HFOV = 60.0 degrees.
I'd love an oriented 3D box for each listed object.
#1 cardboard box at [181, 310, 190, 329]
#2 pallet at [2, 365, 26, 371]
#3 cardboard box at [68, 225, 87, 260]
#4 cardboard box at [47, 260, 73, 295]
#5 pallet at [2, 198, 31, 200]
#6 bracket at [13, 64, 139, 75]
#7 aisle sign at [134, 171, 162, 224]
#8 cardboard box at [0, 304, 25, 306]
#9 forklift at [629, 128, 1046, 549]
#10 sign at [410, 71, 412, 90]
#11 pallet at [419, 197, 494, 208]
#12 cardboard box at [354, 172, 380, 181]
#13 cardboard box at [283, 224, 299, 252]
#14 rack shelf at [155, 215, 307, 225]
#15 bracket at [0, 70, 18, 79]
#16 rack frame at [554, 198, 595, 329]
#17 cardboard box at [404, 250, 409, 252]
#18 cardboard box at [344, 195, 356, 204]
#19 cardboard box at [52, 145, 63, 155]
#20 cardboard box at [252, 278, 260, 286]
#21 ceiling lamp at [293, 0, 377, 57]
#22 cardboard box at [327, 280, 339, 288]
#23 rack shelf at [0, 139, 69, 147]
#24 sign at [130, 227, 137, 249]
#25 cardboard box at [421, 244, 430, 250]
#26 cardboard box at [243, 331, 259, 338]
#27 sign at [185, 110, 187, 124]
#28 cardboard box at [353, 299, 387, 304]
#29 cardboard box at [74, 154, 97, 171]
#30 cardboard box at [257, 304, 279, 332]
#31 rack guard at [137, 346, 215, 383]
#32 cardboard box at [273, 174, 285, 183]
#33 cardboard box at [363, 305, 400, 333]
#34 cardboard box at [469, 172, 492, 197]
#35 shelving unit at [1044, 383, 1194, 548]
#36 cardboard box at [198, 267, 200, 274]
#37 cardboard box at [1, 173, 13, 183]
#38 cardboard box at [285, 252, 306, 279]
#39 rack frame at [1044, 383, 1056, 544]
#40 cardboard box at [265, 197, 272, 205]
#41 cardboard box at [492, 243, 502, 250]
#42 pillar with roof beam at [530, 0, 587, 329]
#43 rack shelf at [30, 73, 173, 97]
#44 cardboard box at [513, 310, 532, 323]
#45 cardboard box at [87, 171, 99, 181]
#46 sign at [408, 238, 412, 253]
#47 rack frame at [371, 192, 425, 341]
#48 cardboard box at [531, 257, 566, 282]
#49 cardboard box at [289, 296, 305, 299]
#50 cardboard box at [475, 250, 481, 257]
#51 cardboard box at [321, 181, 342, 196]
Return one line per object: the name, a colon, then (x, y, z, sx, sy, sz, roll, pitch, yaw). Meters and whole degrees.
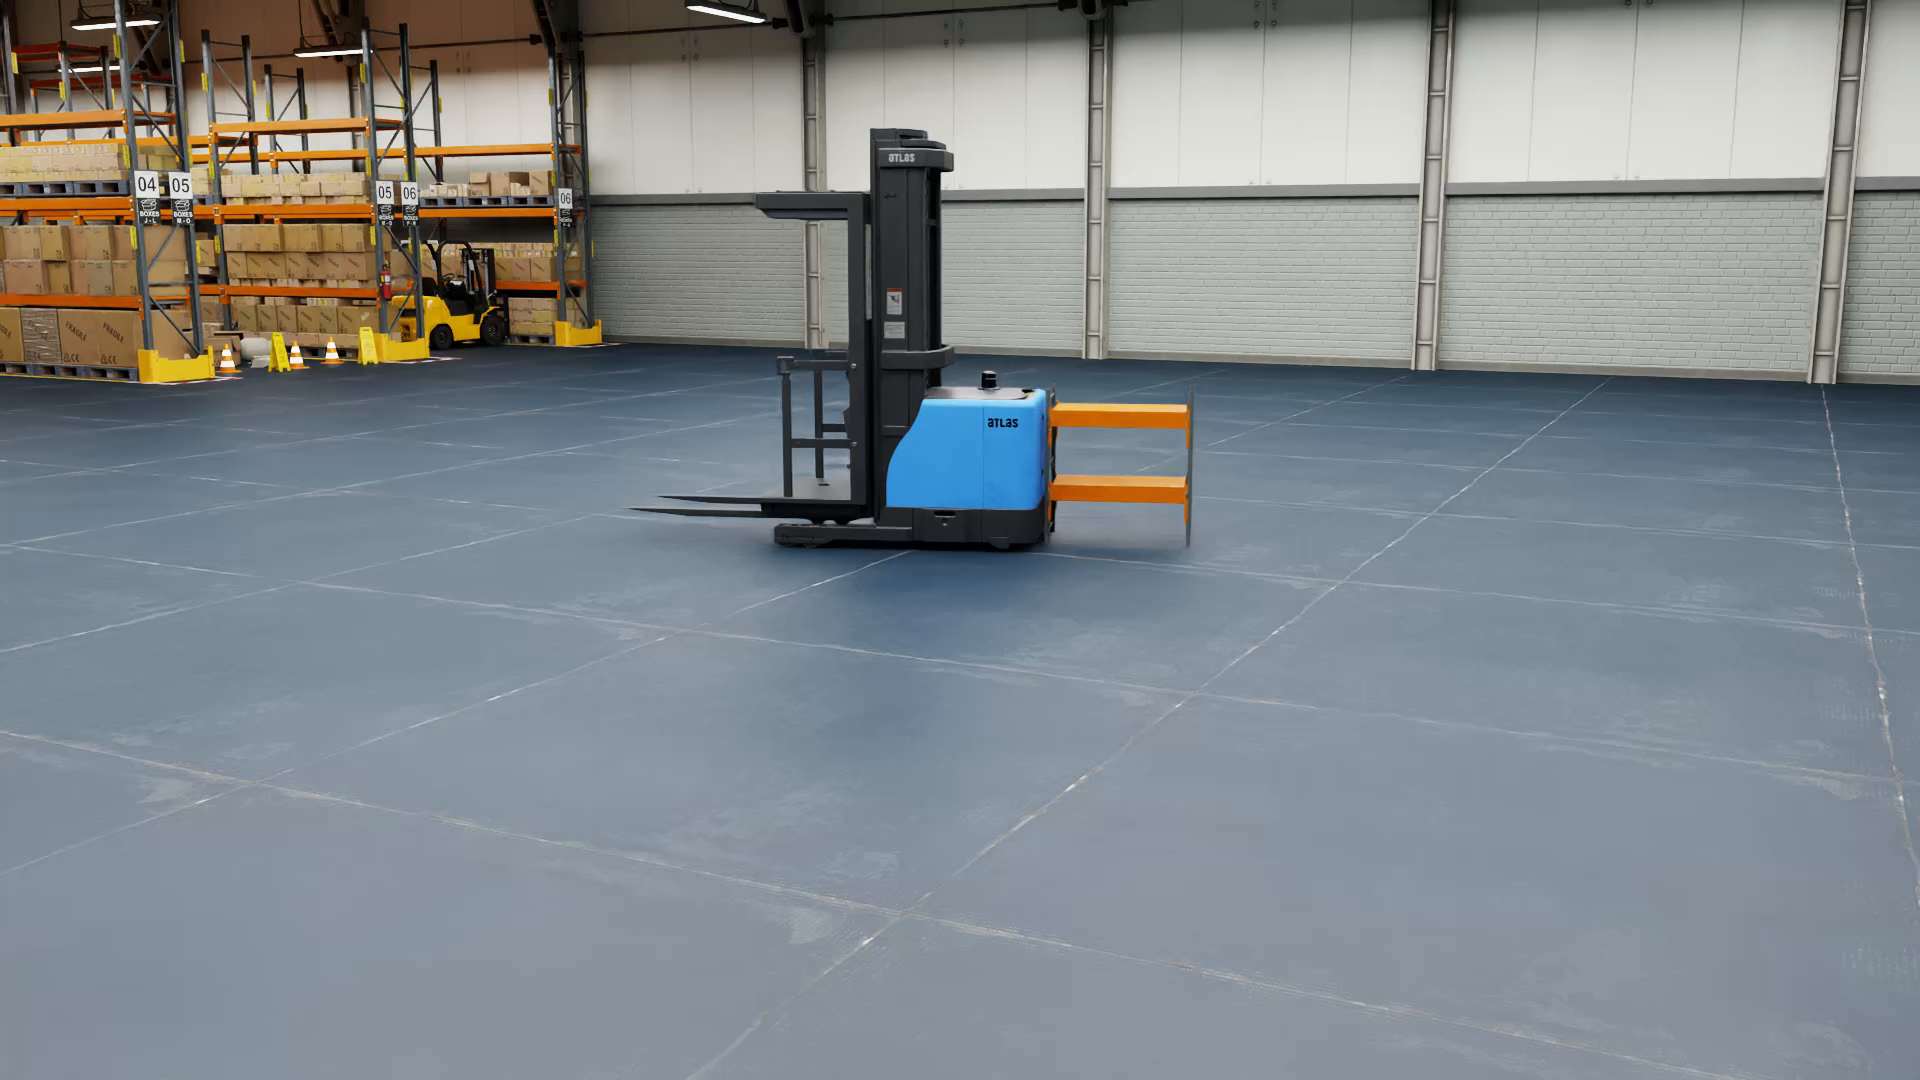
cardboard box: (-14.570, -3.969, 30.630, 0.500, 0.500, 0.500, 5, 11, 26)
pallet: (-16.634, -2.991, 28.164, 1.213, 0.211, 1.003, 5, 11, 26)
cardboard box: (-13.613, -4.734, 26.513, 0.550, 0.550, 0.875, 5, 11, 26)
cardboard box: (-14.118, -4.234, 26.782, 0.500, 0.550, 0.875, 5, 11, 26)
pallet: (-19.001, -6.941, 34.267, 1.213, 0.211, 1.003, 6, 12, 28)
bracket: (-21.856, -11.638, 41.156, 4.783, 0.066, 0.076, 5, 11, 26)
aisle sign: (-12.391, -5.225, 25.377, 0.004, 0.787, 0.394, 5, 11, 26)
cardboard box: (-19.579, -4.798, 35.108, 0.875, 0.875, 0.875, 5, 12, 27)
forklift: (-0.895, -1.476, 12.155, 3.031, 2.935, 1.130, 1, 10, 8)
sign: (-9.982, -8.335, 30.171, 0.005, 0.325, 0.100, 5, 11, 26)
pallet: (-10.840, -7.275, 35.832, 1.213, 0.211, 1.003, 5, 11, 26)
cardboard box: (-10.656, -6.522, 29.888, 0.250, 0.149, 0.380, 5, 11, 26)
cardboard box: (-12.116, -5.617, 30.920, 0.500, 0.500, 0.700, 5, 11, 25)
rack shelf: (-16.997, -7.501, 38.849, 4.000, 0.370, 1.077, 5, 11, 26)
bracket: (-24.182, -11.842, 42.285, 0.430, 0.232, 0.235, 5, 11, 26)
rack frame: (-8.029, -5.591, 34.699, 0.127, 3.000, 1.000, 5, 11, 26)
cardboard box: (-12.021, -6.266, 36.326, 0.250, 0.149, 0.380, 5, 12, 28)
cardboard box: (-10.903, -6.148, 30.060, 0.250, 0.149, 0.380, 5, 11, 26)
cardboard box: (-13.914, -6.072, 25.944, 0.250, 0.149, 0.380, 5, 11, 25)
cardboard box: (-13.167, -4.886, 31.507, 0.250, 0.149, 0.380, 5, 11, 26)
ceiling lamp: (-12.465, -11.368, 33.386, 2.000, 3.185, 0.800, 5, 11, 26)
cardboard box: (-11.393, -4.711, 30.541, 0.250, 0.149, 0.380, 5, 12, 27)
rack shelf: (-19.190, -7.987, 34.236, 4.000, 0.370, 1.077, 5, 11, 26)
sign: (-12.574, -4.600, 25.308, 0.005, 0.325, 0.100, 5, 11, 26)
cardboard box: (-11.462, -6.348, 35.946, 0.250, 0.149, 0.380, 5, 12, 27)
cardboard box: (-13.400, -3.877, 31.771, 0.500, 0.250, 0.500, 4, 11, 23)
sign: (-18.550, -10.115, 39.784, 0.005, 0.325, 0.100, 5, 11, 26)
cardboard box: (-13.457, -5.105, 37.502, 0.625, 0.625, 0.875, 5, 11, 23)
cardboard box: (-13.333, -5.837, 25.763, 0.500, 0.250, 0.500, 5, 11, 26)
cardboard box: (-12.914, -4.206, 31.481, 0.500, 0.500, 0.500, 6, 12, 28)
rack guard: (-12.300, -2.767, 26.117, 0.348, 0.500, 1.175, 5, 11, 26)
cardboard box: (-12.479, -6.687, 30.799, 0.250, 0.149, 0.380, 5, 11, 25)
cardboard box: (-10.845, -4.130, 31.063, 0.500, 0.500, 0.500, 5, 11, 24)
cardboard box: (-9.916, -7.518, 35.176, 0.637, 0.503, 0.797, 5, 12, 28)
shelving unit: (1.167, -0.556, 12.145, 1.048, 1.125, 0.538, 1, 10, 8)
cardboard box: (-14.622, -5.216, 32.154, 0.250, 0.149, 0.380, 5, 11, 24)
cardboard box: (-15.052, -5.780, 26.566, 0.250, 0.149, 0.380, 5, 11, 25)
cardboard box: (-12.171, -5.115, 30.955, 0.500, 0.500, 0.500, 5, 11, 26)
rack frame: (0.665, -0.569, 12.218, 0.032, 1.125, 0.500, 1, 10, 8)
cardboard box: (-12.715, -6.321, 31.017, 0.250, 0.149, 0.380, 5, 11, 24)
cardboard box: (-9.633, -6.185, 35.043, 0.250, 0.149, 0.380, 5, 12, 27)
pillar with roof beam: (-10.160, -8.054, 31.464, 0.548, 9.000, 9.100, 5, 11, 26)
rack shelf: (-20.584, -10.927, 40.028, 4.000, 0.370, 1.077, 5, 11, 26)
cardboard box: (-9.049, -4.720, 35.025, 0.500, 0.250, 0.500, 5, 11, 25)
cardboard box: (-13.226, -5.620, 25.681, 0.250, 0.149, 0.380, 5, 11, 27)
sign: (-11.848, -6.349, 35.861, 0.005, 0.325, 0.100, 5, 11, 26)
rack frame: (-10.222, -4.798, 30.317, 0.127, 3.000, 1.000, 5, 11, 26)
cardboard box: (-8.587, -5.637, 34.672, 0.500, 0.500, 0.500, 5, 11, 25)
cardboard box: (-15.533, -5.608, 38.811, 0.250, 0.149, 0.380, 6, 12, 29)
cardboard box: (-10.069, -6.082, 35.312, 0.250, 0.149, 0.380, 5, 11, 25)
cardboard box: (-11.245, -6.386, 30.254, 0.500, 0.250, 0.500, 5, 11, 25)
